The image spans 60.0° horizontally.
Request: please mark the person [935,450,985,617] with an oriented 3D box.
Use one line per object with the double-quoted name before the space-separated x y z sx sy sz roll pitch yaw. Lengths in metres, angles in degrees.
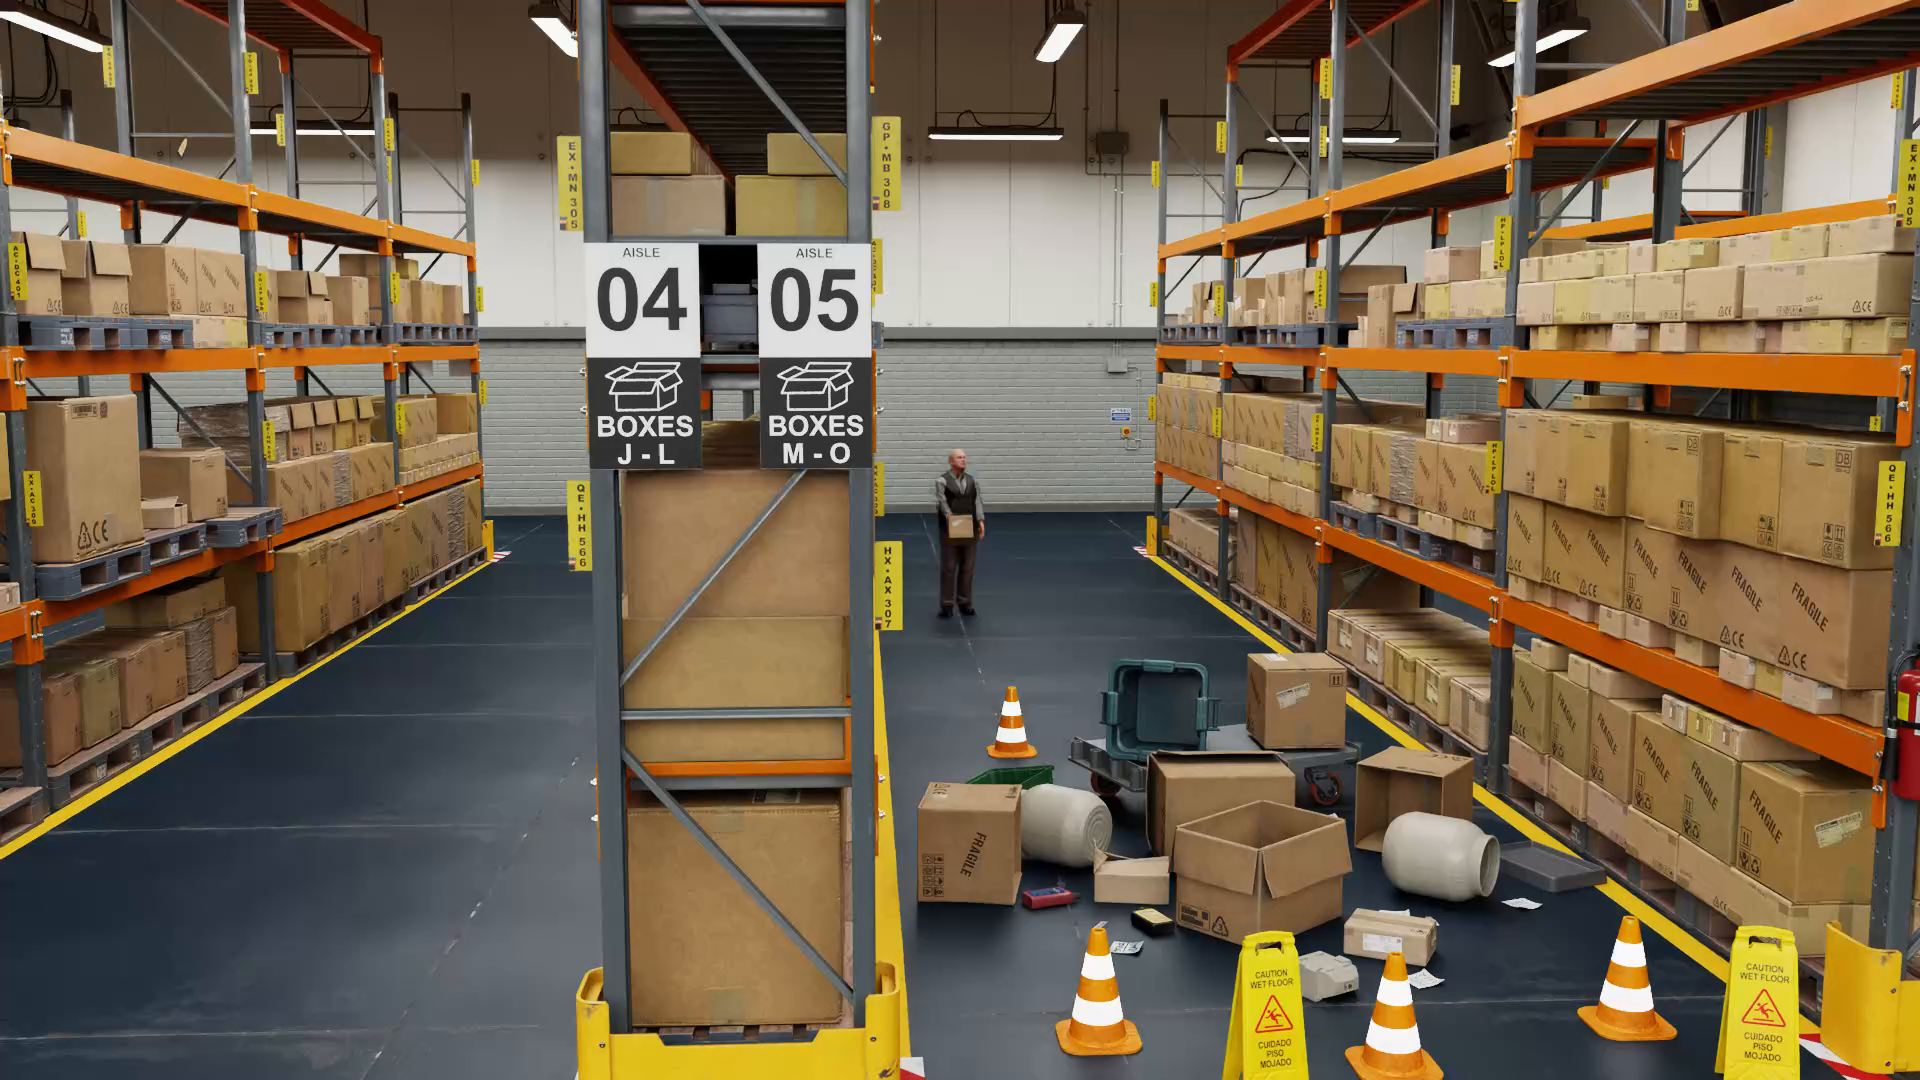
"person" -0.002 -0.080 17.495 0.556 1.726 0.522 -4 8 -27
